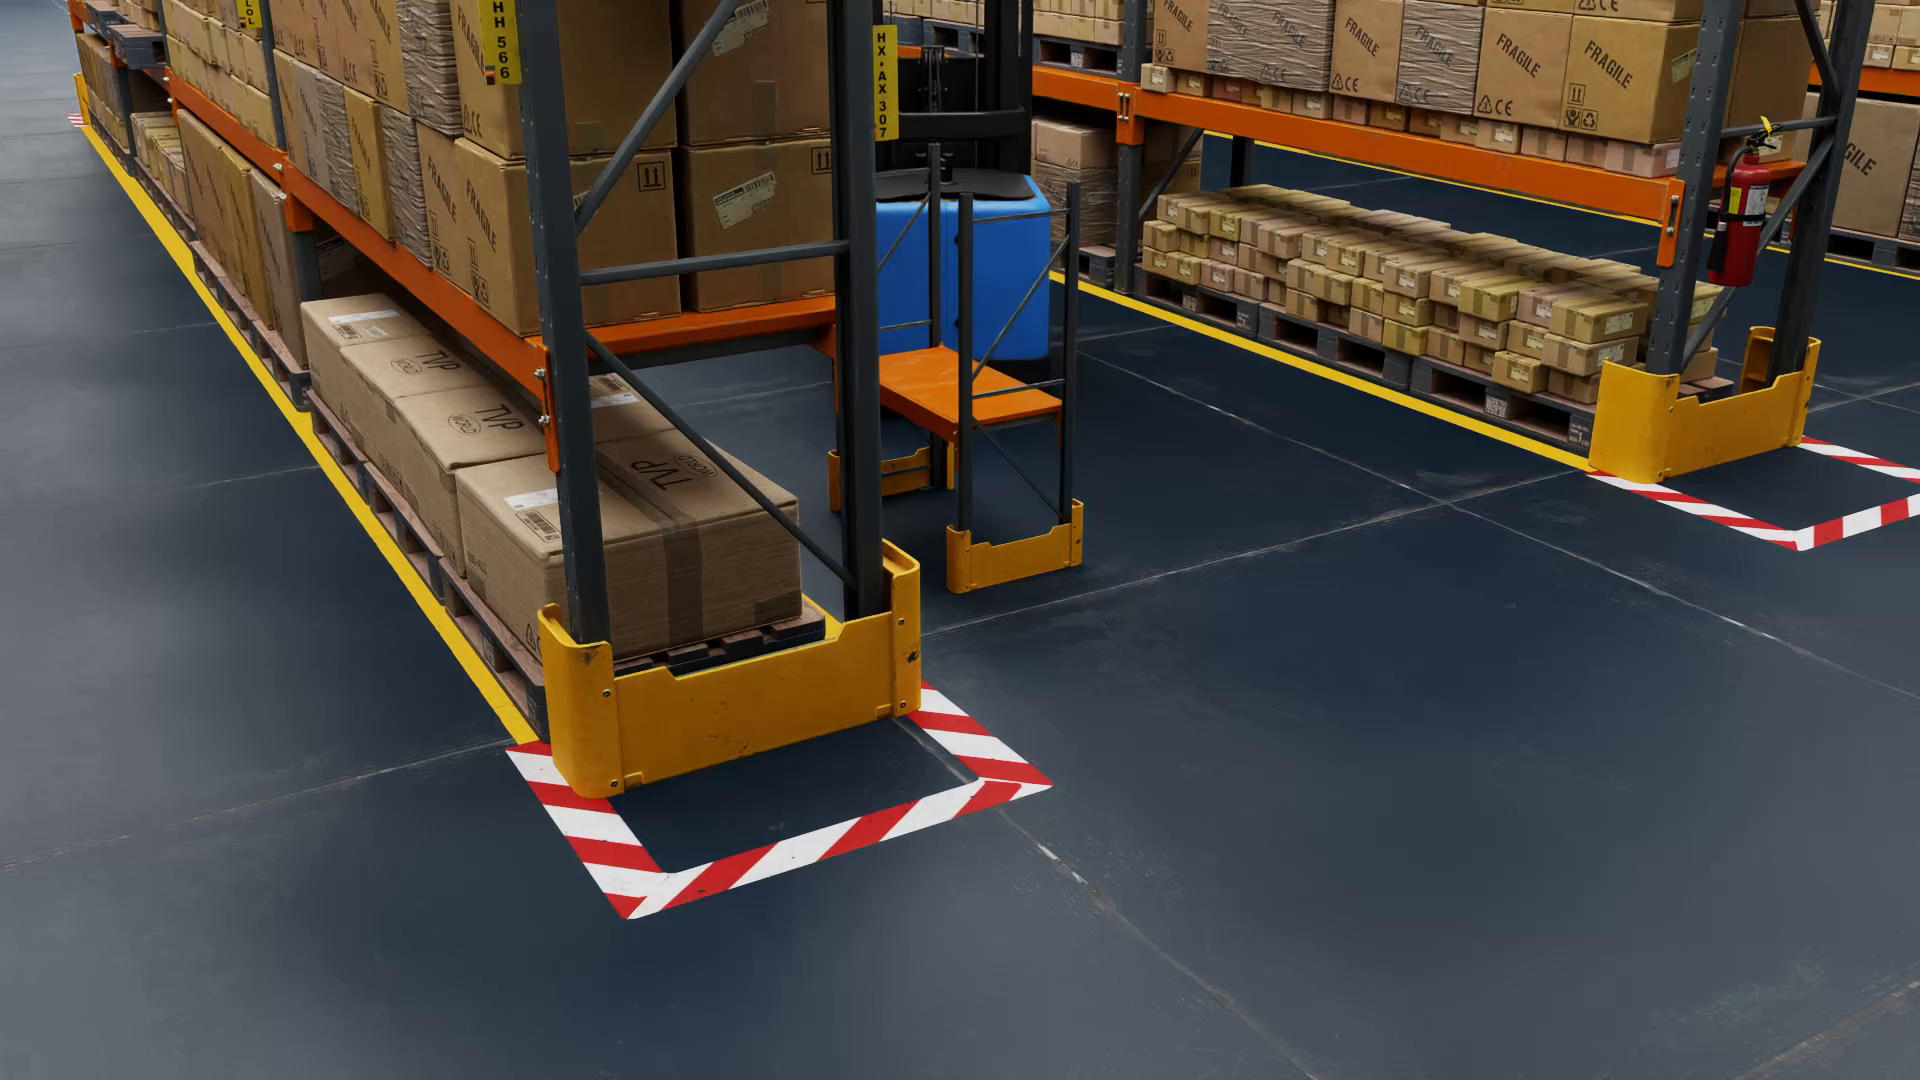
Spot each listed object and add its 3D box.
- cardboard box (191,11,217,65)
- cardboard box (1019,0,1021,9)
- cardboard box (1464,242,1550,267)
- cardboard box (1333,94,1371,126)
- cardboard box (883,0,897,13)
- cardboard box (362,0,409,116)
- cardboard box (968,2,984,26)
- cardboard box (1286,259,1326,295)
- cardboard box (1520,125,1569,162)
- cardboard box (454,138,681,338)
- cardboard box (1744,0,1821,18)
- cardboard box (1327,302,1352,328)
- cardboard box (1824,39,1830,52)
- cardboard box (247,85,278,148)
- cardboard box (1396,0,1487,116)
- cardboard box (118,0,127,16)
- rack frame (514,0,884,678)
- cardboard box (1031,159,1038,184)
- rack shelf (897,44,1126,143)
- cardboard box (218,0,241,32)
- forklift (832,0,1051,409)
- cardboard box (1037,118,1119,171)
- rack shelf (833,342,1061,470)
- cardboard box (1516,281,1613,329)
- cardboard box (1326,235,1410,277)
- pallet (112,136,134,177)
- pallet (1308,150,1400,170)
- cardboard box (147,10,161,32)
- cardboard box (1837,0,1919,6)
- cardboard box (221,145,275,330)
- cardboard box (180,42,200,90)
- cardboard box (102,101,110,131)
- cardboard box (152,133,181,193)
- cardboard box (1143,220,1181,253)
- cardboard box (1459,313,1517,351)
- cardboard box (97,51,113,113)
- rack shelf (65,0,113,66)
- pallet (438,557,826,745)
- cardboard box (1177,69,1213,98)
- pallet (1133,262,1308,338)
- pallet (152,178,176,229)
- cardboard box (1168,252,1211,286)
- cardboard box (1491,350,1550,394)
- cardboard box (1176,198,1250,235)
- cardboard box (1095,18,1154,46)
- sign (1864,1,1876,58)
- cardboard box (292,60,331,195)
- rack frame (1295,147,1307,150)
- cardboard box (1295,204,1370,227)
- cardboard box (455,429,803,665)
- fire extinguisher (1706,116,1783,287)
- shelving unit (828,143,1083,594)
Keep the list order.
[{"bbox_3d":[-3.991,-2.830,9.326,0.500,0.250,0.500,-12,25,-27],"label":"cardboard box"},{"bbox_3d":[0.547,-3.712,11.342,0.380,0.149,0.250,-14,26,-31],"label":"cardboard box"},{"bbox_3d":[2.928,-1.485,8.921,0.380,0.149,0.250,-12,25,-26],"label":"cardboard box"},{"bbox_3d":[2.209,-2.302,8.824,0.380,0.149,0.250,-12,25,-26],"label":"cardboard box"},{"bbox_3d":[-0.397,-4.170,12.863,0.380,0.149,0.250,-11,25,-26],"label":"cardboard box"},{"bbox_3d":[-1.699,-1.732,5.628,0.500,0.500,0.500,-13,25,-29],"label":"cardboard box"},{"bbox_3d":[0.277,-3.744,11.814,0.380,0.149,0.250,-14,26,-30],"label":"cardboard box"},{"bbox_3d":[2.057,-1.488,9.323,0.380,0.149,0.250,-13,25,-29],"label":"cardboard box"},{"bbox_3d":[2.853,-1.874,7.771,0.380,0.149,0.250,-13,25,-29],"label":"cardboard box"},{"bbox_3d":[-1.180,-0.939,5.006,0.500,0.500,0.500,-12,25,-28],"label":"cardboard box"},{"bbox_3d":[3.497,-2.616,7.409,0.500,0.500,0.500,-13,25,-29],"label":"cardboard box"},{"bbox_3d":[2.262,-1.279,9.203,0.380,0.149,0.250,-12,25,-27],"label":"cardboard box"},{"bbox_3d":[6.171,-3.375,11.465,0.380,0.149,0.250,-13,25,-29],"label":"cardboard box"},{"bbox_3d":[-3.195,-2.110,8.218,0.500,0.250,0.500,-13,26,-29],"label":"cardboard box"},{"bbox_3d":[2.521,-2.383,8.162,0.500,0.500,0.500,-13,25,-28],"label":"cardboard box"},{"bbox_3d":[-6.183,-4.084,12.651,0.380,0.149,0.250,-12,25,-26],"label":"cardboard box"},{"bbox_3d":[-0.706,-0.788,4.766,1.000,3.000,0.127,-13,25,-28],"label":"rack frame"},{"bbox_3d":[0.598,-2.461,11.645,0.500,0.500,0.500,-13,26,-29],"label":"cardboard box"},{"bbox_3d":[0.433,-3.382,12.103,1.077,0.370,4.000,-13,25,-28],"label":"rack shelf"},{"bbox_3d":[-3.464,-2.855,8.390,0.500,0.500,0.500,-12,25,-27],"label":"cardboard box"},{"bbox_3d":[-0.178,-2.515,9.107,1.130,2.935,3.031,-2,22,-4],"label":"forklift"},{"bbox_3d":[0.857,-2.644,11.099,0.500,0.250,0.500,-13,26,-30],"label":"cardboard box"},{"bbox_3d":[-0.044,-0.556,6.665,0.538,0.185,1.000,-13,25,-28],"label":"rack shelf"},{"bbox_3d":[2.931,-1.137,8.064,0.380,0.149,0.250,-12,25,-27],"label":"cardboard box"},{"bbox_3d":[2.229,-1.555,9.091,0.380,0.149,0.250,-12,25,-28],"label":"cardboard box"},{"bbox_3d":[-7.209,-3.591,15.366,1.003,0.211,1.213,-13,25,-28],"label":"pallet"},{"bbox_3d":[4.065,-3.722,15.689,1.003,0.211,1.213,-13,25,-28],"label":"pallet"},{"bbox_3d":[-5.361,-3.589,11.435,0.380,0.149,0.250,-12,25,-27],"label":"cardboard box"},{"bbox_3d":[6.310,-3.872,11.162,0.500,0.500,0.500,-14,26,-30],"label":"cardboard box"},{"bbox_3d":[-3.603,-1.769,9.445,0.875,0.875,0.875,-12,25,-27],"label":"cardboard box"},{"bbox_3d":[-4.481,-2.938,10.256,0.500,0.250,0.500,-13,26,-30],"label":"cardboard box"},{"bbox_3d":[-7.905,-4.069,15.932,0.500,0.250,0.500,-12,25,-27],"label":"cardboard box"},{"bbox_3d":[-5.839,-3.023,13.199,0.950,0.372,0.625,-12,25,-26],"label":"cardboard box"},{"bbox_3d":[1.365,-1.900,10.336,0.380,0.149,0.250,-11,25,-26],"label":"cardboard box"},{"bbox_3d":[2.716,-1.068,8.289,0.380,0.149,0.250,-14,26,-30],"label":"cardboard box"},{"bbox_3d":[-7.630,-4.245,15.369,0.500,0.500,0.500,-12,25,-27],"label":"cardboard box"},{"bbox_3d":[-7.857,-4.987,16.052,1.077,0.370,4.000,-13,25,-28],"label":"rack shelf"},{"bbox_3d":[-1.182,0.260,5.891,1.003,0.211,1.213,-13,25,-28],"label":"pallet"},{"bbox_3d":[1.514,-2.727,9.871,0.380,0.149,0.250,-12,25,-27],"label":"cardboard box"},{"bbox_3d":[1.828,-1.565,10.382,1.003,0.211,1.213,-13,25,-28],"label":"pallet"},{"bbox_3d":[-5.810,-2.733,13.256,1.003,0.211,1.213,-13,25,-28],"label":"pallet"},{"bbox_3d":[1.500,-1.676,10.179,0.380,0.149,0.250,-12,25,-27],"label":"cardboard box"},{"bbox_3d":[2.831,-0.841,8.124,0.380,0.149,0.250,-12,25,-27],"label":"cardboard box"},{"bbox_3d":[1.542,-1.965,10.101,0.380,0.149,0.250,-11,25,-26],"label":"cardboard box"},{"bbox_3d":[1.082,-3.236,10.566,0.380,0.149,0.250,-13,26,-29],"label":"cardboard box"},{"bbox_3d":[3.964,-2.278,7.283,0.100,0.325,0.005,-13,25,-28],"label":"sign"},{"bbox_3d":[-2.481,-1.763,7.033,0.500,0.500,0.500,-12,25,-28],"label":"cardboard box"},{"bbox_3d":[3.727,-5.284,15.827,1.000,3.000,0.127,-13,25,-28],"label":"rack frame"},{"bbox_3d":[2.224,-1.899,9.937,0.380,0.149,0.250,-12,25,-27],"label":"cardboard box"},{"bbox_3d":[-1.129,0.010,5.648,0.875,0.438,0.875,-14,26,-30],"label":"cardboard box"},{"bbox_3d":[3.230,-1.394,6.855,0.296,0.674,0.183,-13,25,-28],"label":"fire extinguisher"},{"bbox_3d":[-0.039,-0.719,6.590,0.587,1.500,1.083,-13,25,-28],"label":"shelving unit"}]
